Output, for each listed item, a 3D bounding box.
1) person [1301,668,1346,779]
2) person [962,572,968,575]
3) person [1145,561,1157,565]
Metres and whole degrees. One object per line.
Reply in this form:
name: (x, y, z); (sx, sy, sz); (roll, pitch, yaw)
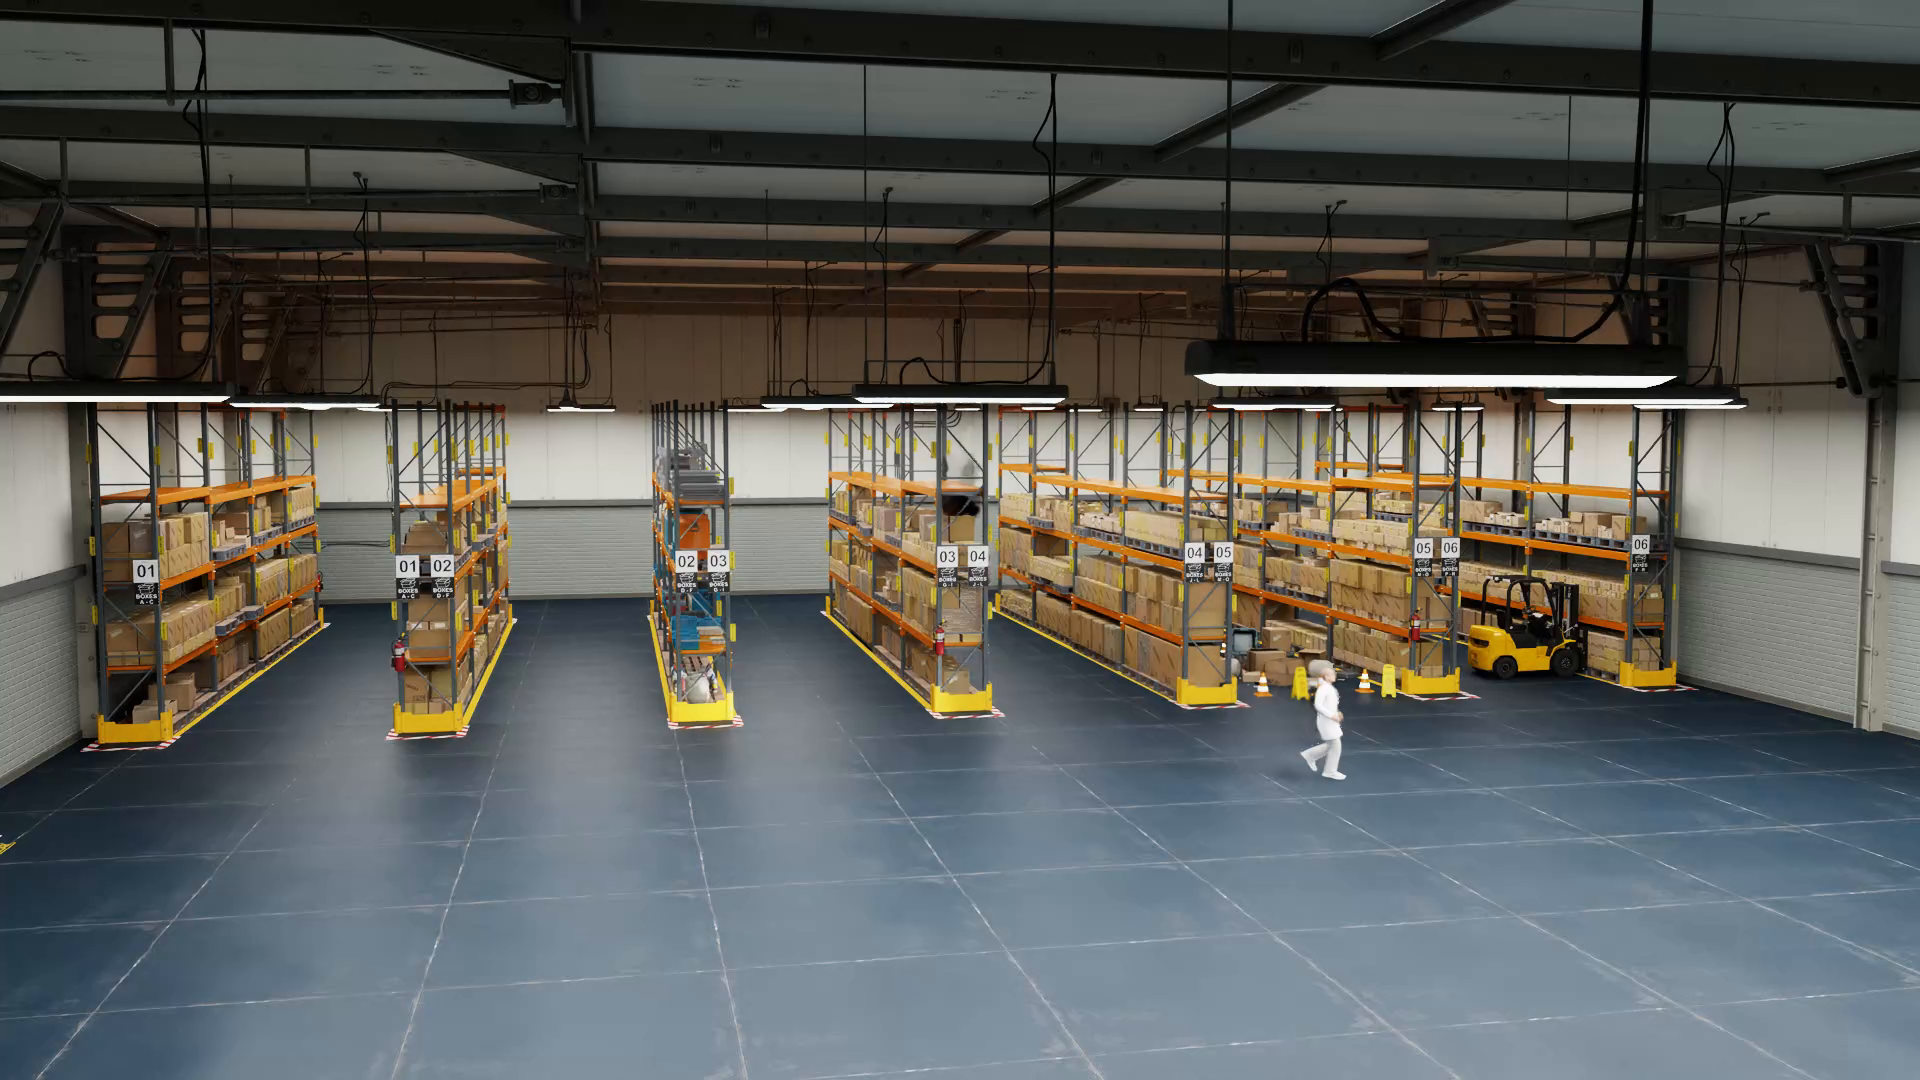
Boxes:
person: (5.760, 2.879, 26.186); (0.655, 1.750, 0.721); (2, 5, 20)
person: (0.126, 1.228, 49.447); (0.653, 1.584, 0.724); (-2, 5, -23)
person: (5.962, 1.073, 51.041); (0.787, 1.701, 0.634); (0, 4, 0)
